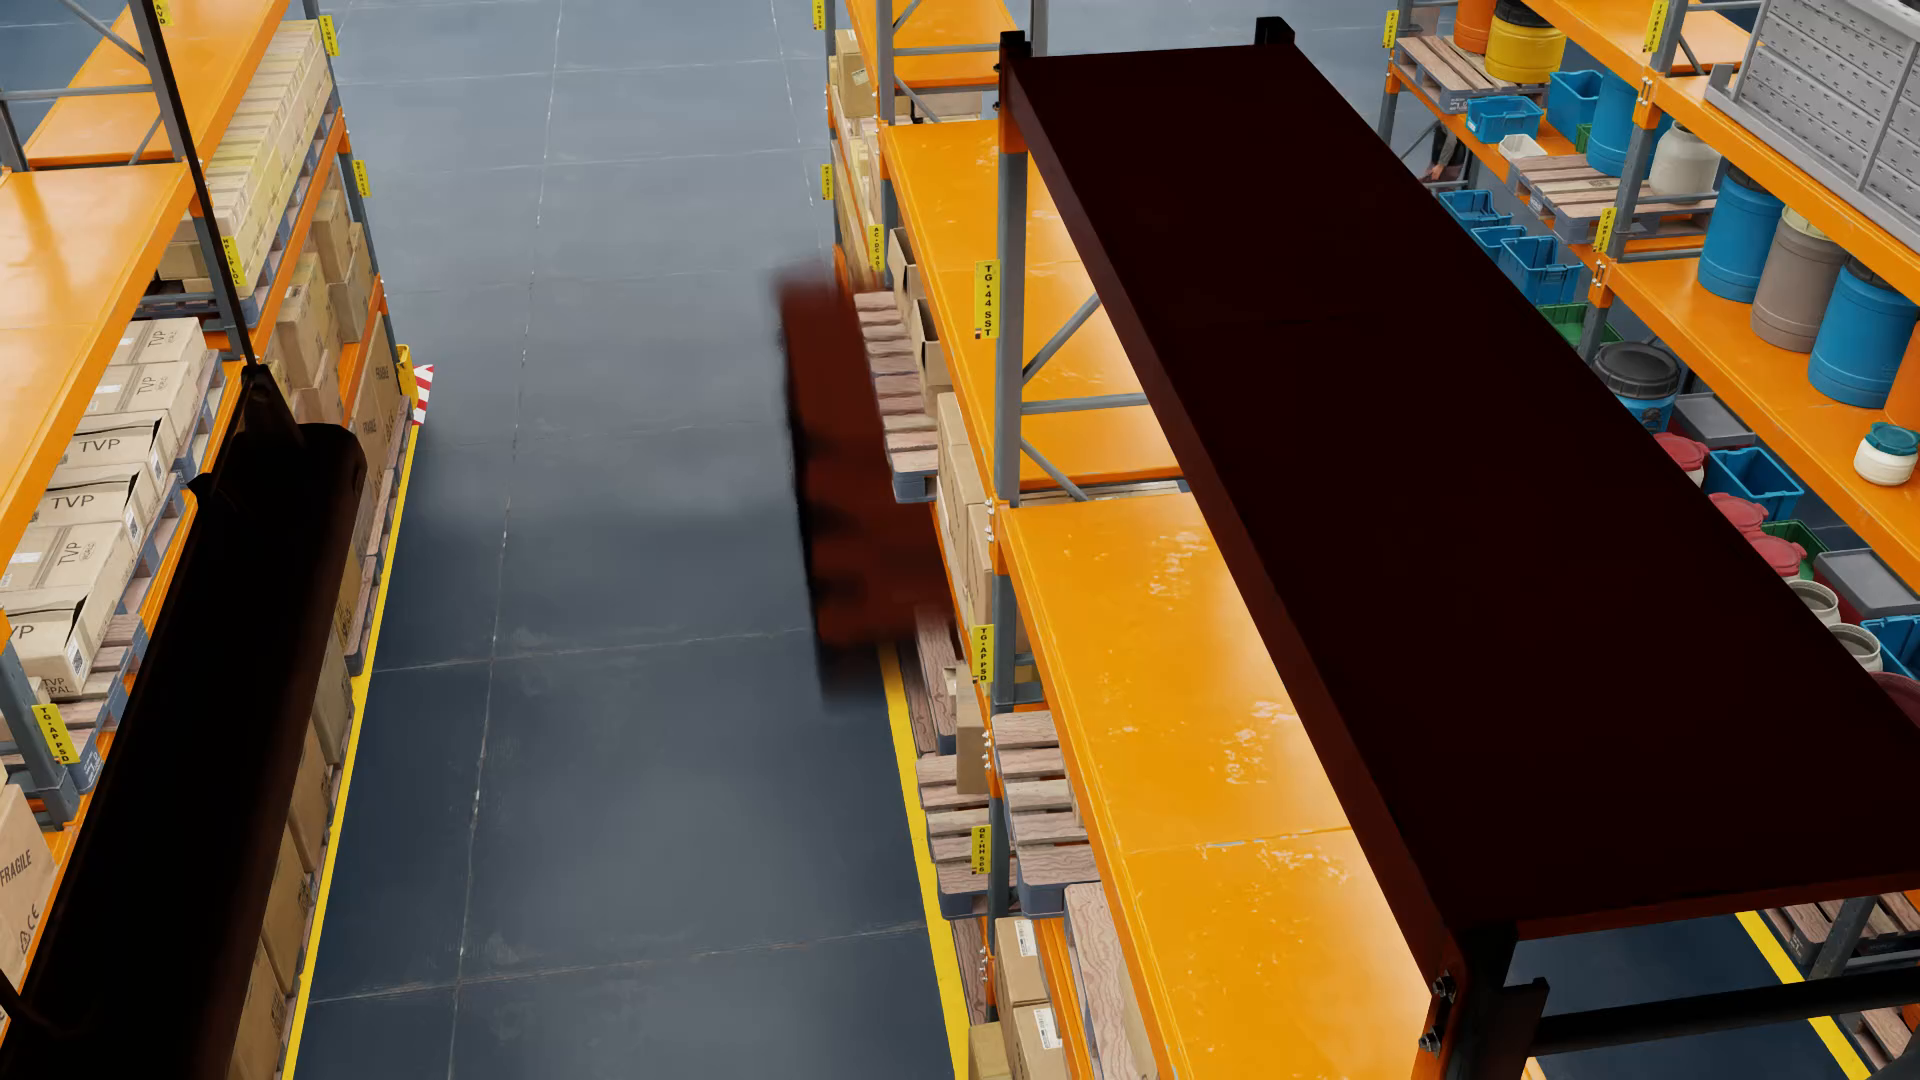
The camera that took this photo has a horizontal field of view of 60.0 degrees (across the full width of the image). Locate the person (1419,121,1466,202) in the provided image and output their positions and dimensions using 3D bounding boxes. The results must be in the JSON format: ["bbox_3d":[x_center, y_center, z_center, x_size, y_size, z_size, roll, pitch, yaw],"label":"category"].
[{"bbox_3d":[5.121,-3.977,17.432,0.910,1.688,0.568,11,38,15],"label":"person"}]
